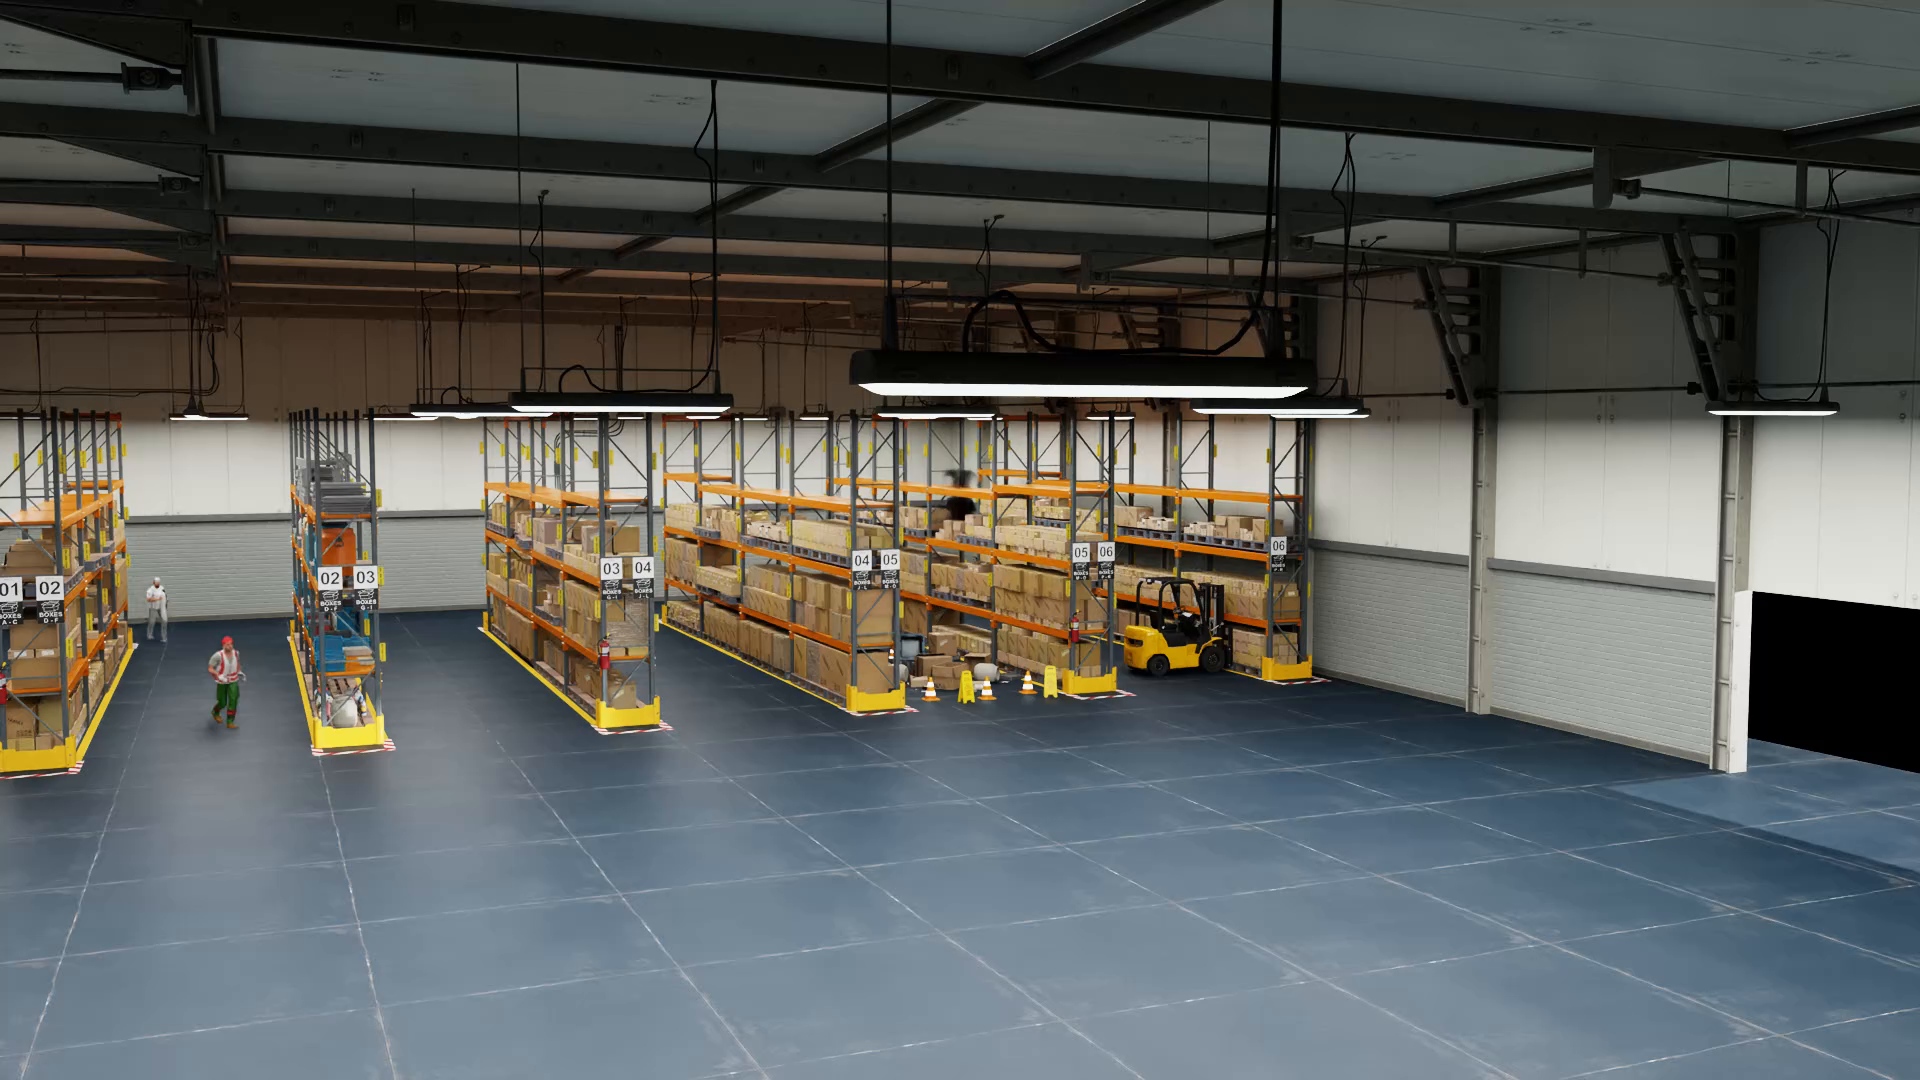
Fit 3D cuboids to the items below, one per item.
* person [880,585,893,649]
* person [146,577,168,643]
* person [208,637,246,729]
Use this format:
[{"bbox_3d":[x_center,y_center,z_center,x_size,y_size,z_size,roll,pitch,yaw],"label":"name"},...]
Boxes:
[{"bbox_3d":[-1.919,2.024,41.988,0.683,1.579,0.780,-1,4,-20],"label":"person"},{"bbox_3d":[-21.108,1.834,43.682,0.842,1.723,0.564,4,5,43],"label":"person"},{"bbox_3d":[-13.845,2.667,31.291,0.839,1.741,0.661,4,6,45],"label":"person"}]
